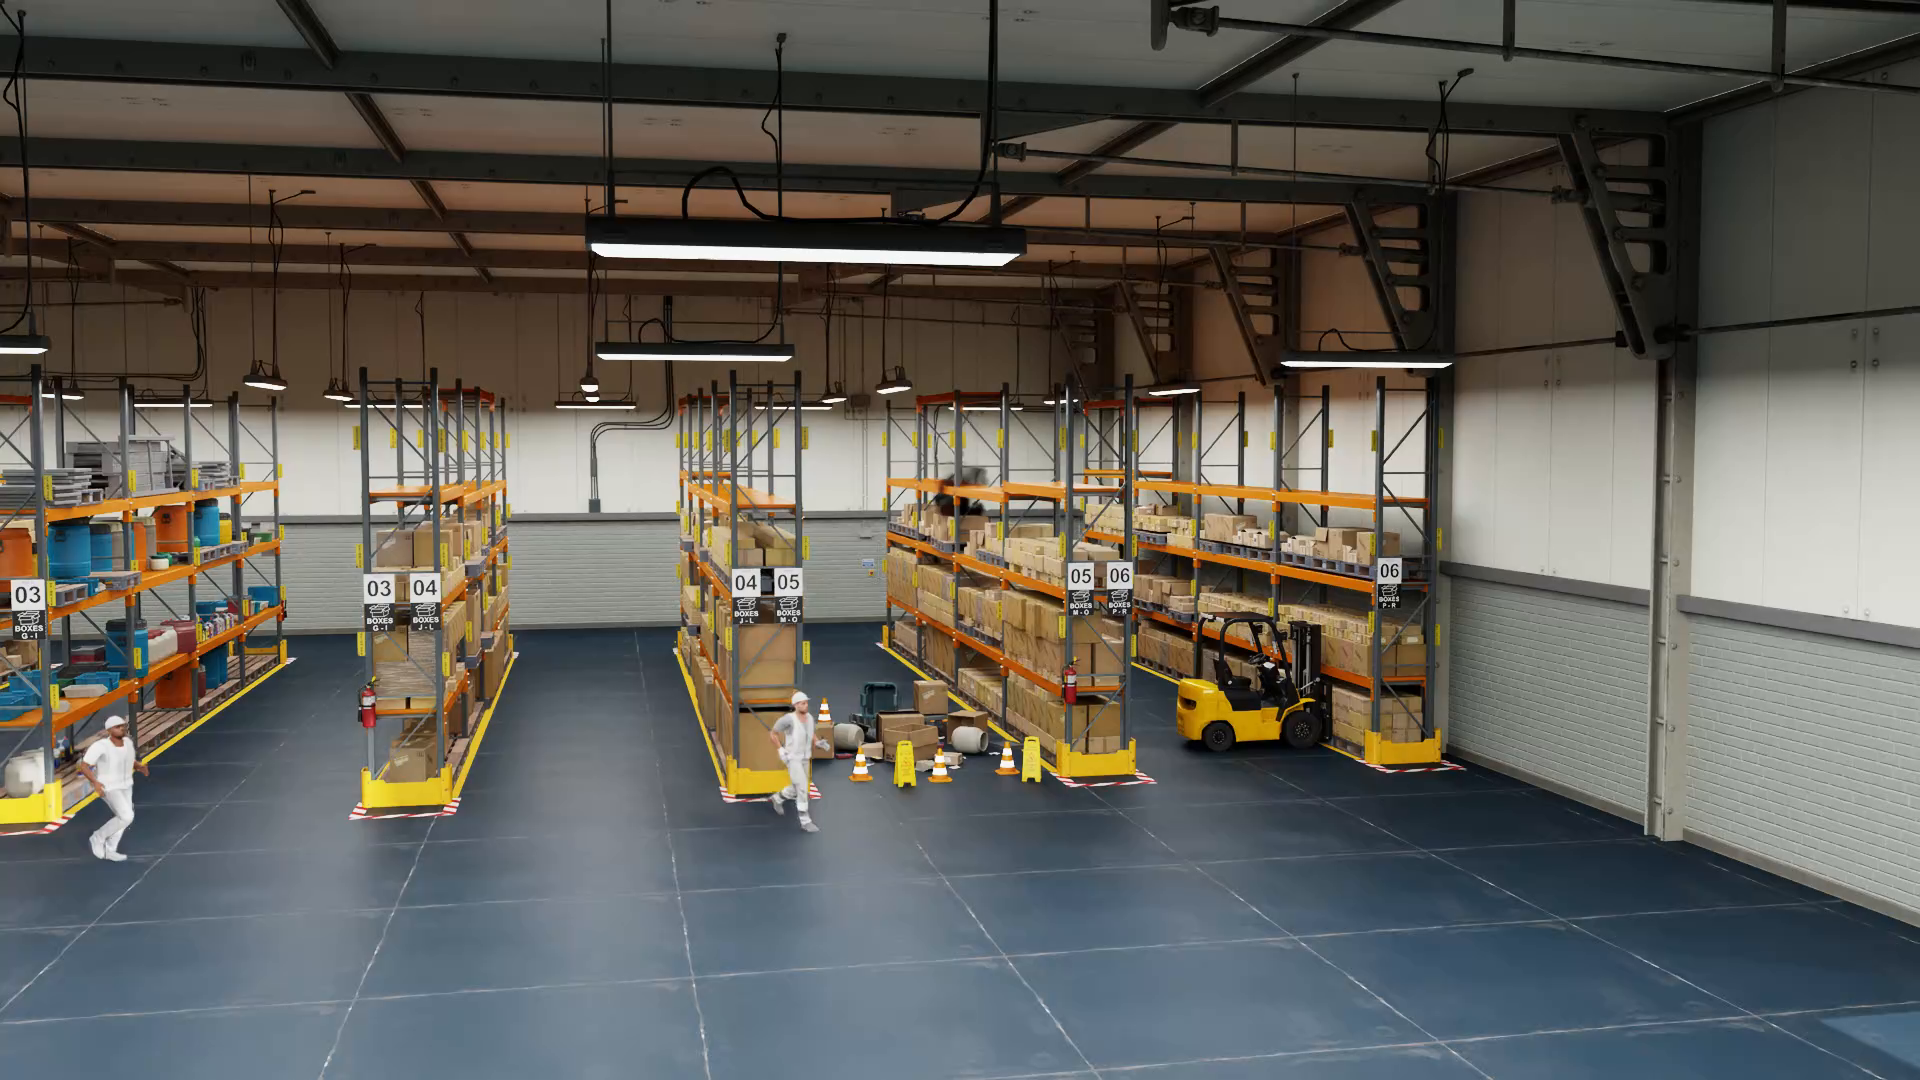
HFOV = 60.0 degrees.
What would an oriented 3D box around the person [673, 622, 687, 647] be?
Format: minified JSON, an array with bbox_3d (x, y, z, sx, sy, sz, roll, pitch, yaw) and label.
[{"bbox_3d":[-6.466,1.773,40.304,0.903,1.647,0.601,-1,4,-21],"label":"person"}]

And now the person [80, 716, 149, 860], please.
[{"bbox_3d":[-10.024,2.955,19.836,0.594,1.729,0.681,1,4,15],"label":"person"}]

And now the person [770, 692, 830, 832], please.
[{"bbox_3d":[-2.155,2.836,21.525,0.951,1.772,0.630,3,4,40],"label":"person"}]
